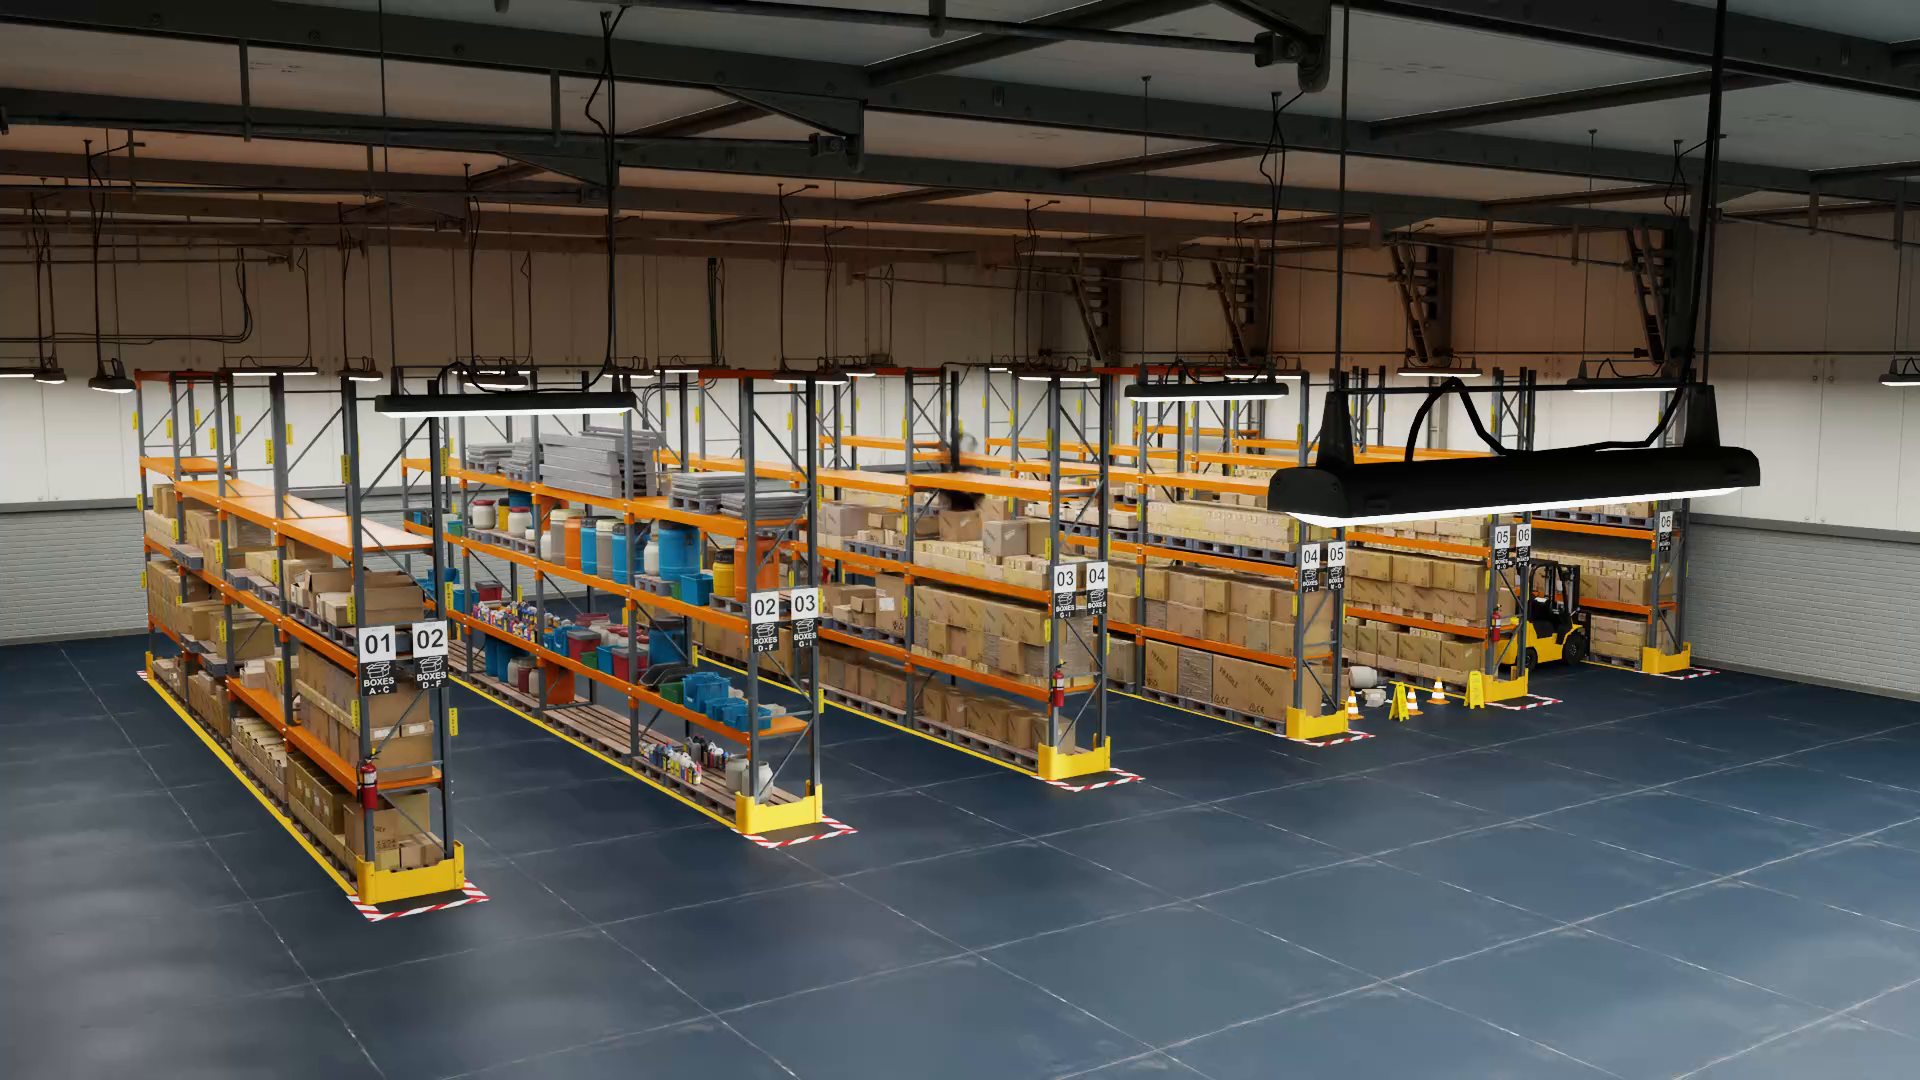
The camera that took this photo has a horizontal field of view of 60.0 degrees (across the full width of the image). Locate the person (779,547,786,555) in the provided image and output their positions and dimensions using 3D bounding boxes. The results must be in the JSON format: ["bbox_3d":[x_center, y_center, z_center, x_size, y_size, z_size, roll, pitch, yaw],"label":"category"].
[{"bbox_3d":[-4.523,0.897,40.909,0.663,1.652,0.923,3,7,23],"label":"person"}]

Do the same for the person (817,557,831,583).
[{"bbox_3d":[-3.208,1.213,37.961,0.688,1.678,0.706,-3,7,-25],"label":"person"}]
